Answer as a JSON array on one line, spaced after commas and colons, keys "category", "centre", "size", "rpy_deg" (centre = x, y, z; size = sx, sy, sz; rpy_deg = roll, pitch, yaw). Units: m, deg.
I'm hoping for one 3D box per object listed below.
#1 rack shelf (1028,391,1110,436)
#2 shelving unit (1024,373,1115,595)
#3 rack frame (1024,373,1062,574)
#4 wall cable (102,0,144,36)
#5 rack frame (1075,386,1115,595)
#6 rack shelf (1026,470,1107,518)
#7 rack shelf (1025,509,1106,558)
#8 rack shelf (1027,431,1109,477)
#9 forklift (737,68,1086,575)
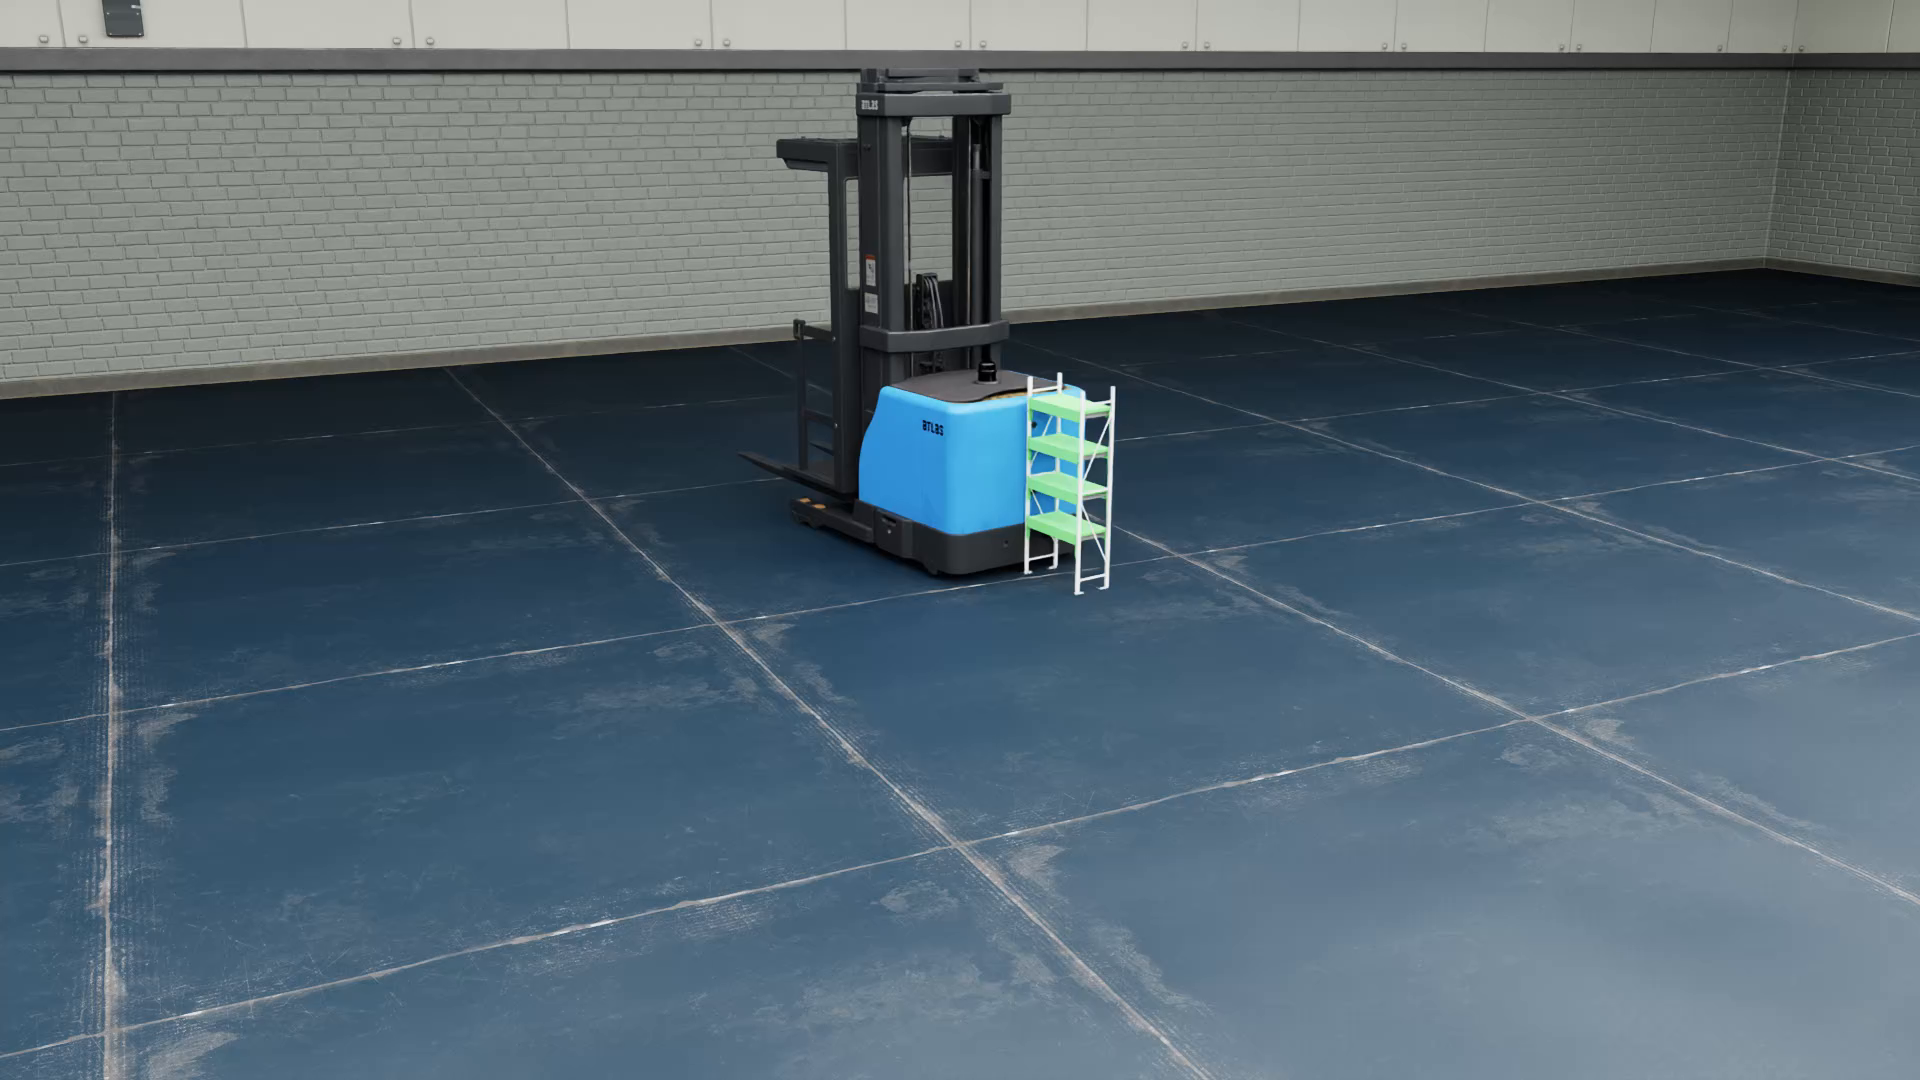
[{"category": "rack shelf", "centre": [0.637, -0.733, 9.610], "size": [0.258, 0.148, 0.480], "rpy_deg": [-11, 20, -33]}, {"category": "shelving unit", "centre": [0.634, -0.334, 9.729], "size": [0.258, 1.200, 0.503], "rpy_deg": [-11, 20, -33]}, {"category": "rack frame", "centre": [0.495, -0.392, 9.920], "size": [0.240, 1.200, 0.015], "rpy_deg": [-11, 20, -33]}, {"category": "wall cable", "centre": [-6.591, -7.532, 14.519], "size": [2.305, 6.003, 0.169], "rpy_deg": [-8, 18, -25]}, {"category": "rack frame", "centre": [0.773, -0.276, 9.537], "size": [0.240, 1.200, 0.015], "rpy_deg": [-11, 20, -33]}, {"category": "rack shelf", "centre": [0.634, -0.273, 9.747], "size": [0.258, 0.148, 0.480], "rpy_deg": [-11, 20, -33]}, {"category": "rack shelf", "centre": [0.632, -0.043, 9.815], "size": [0.258, 0.148, 0.480], "rpy_deg": [-11, 20, -33]}, {"category": "rack shelf", "centre": [0.635, -0.503, 9.678], "size": [0.258, 0.148, 0.480], "rpy_deg": [-11, 20, -33]}, {"category": "forklift", "centre": [-0.484, -1.549, 10.837], "size": [1.130, 2.935, 3.031], "rpy_deg": [-11, 19, -34]}]
